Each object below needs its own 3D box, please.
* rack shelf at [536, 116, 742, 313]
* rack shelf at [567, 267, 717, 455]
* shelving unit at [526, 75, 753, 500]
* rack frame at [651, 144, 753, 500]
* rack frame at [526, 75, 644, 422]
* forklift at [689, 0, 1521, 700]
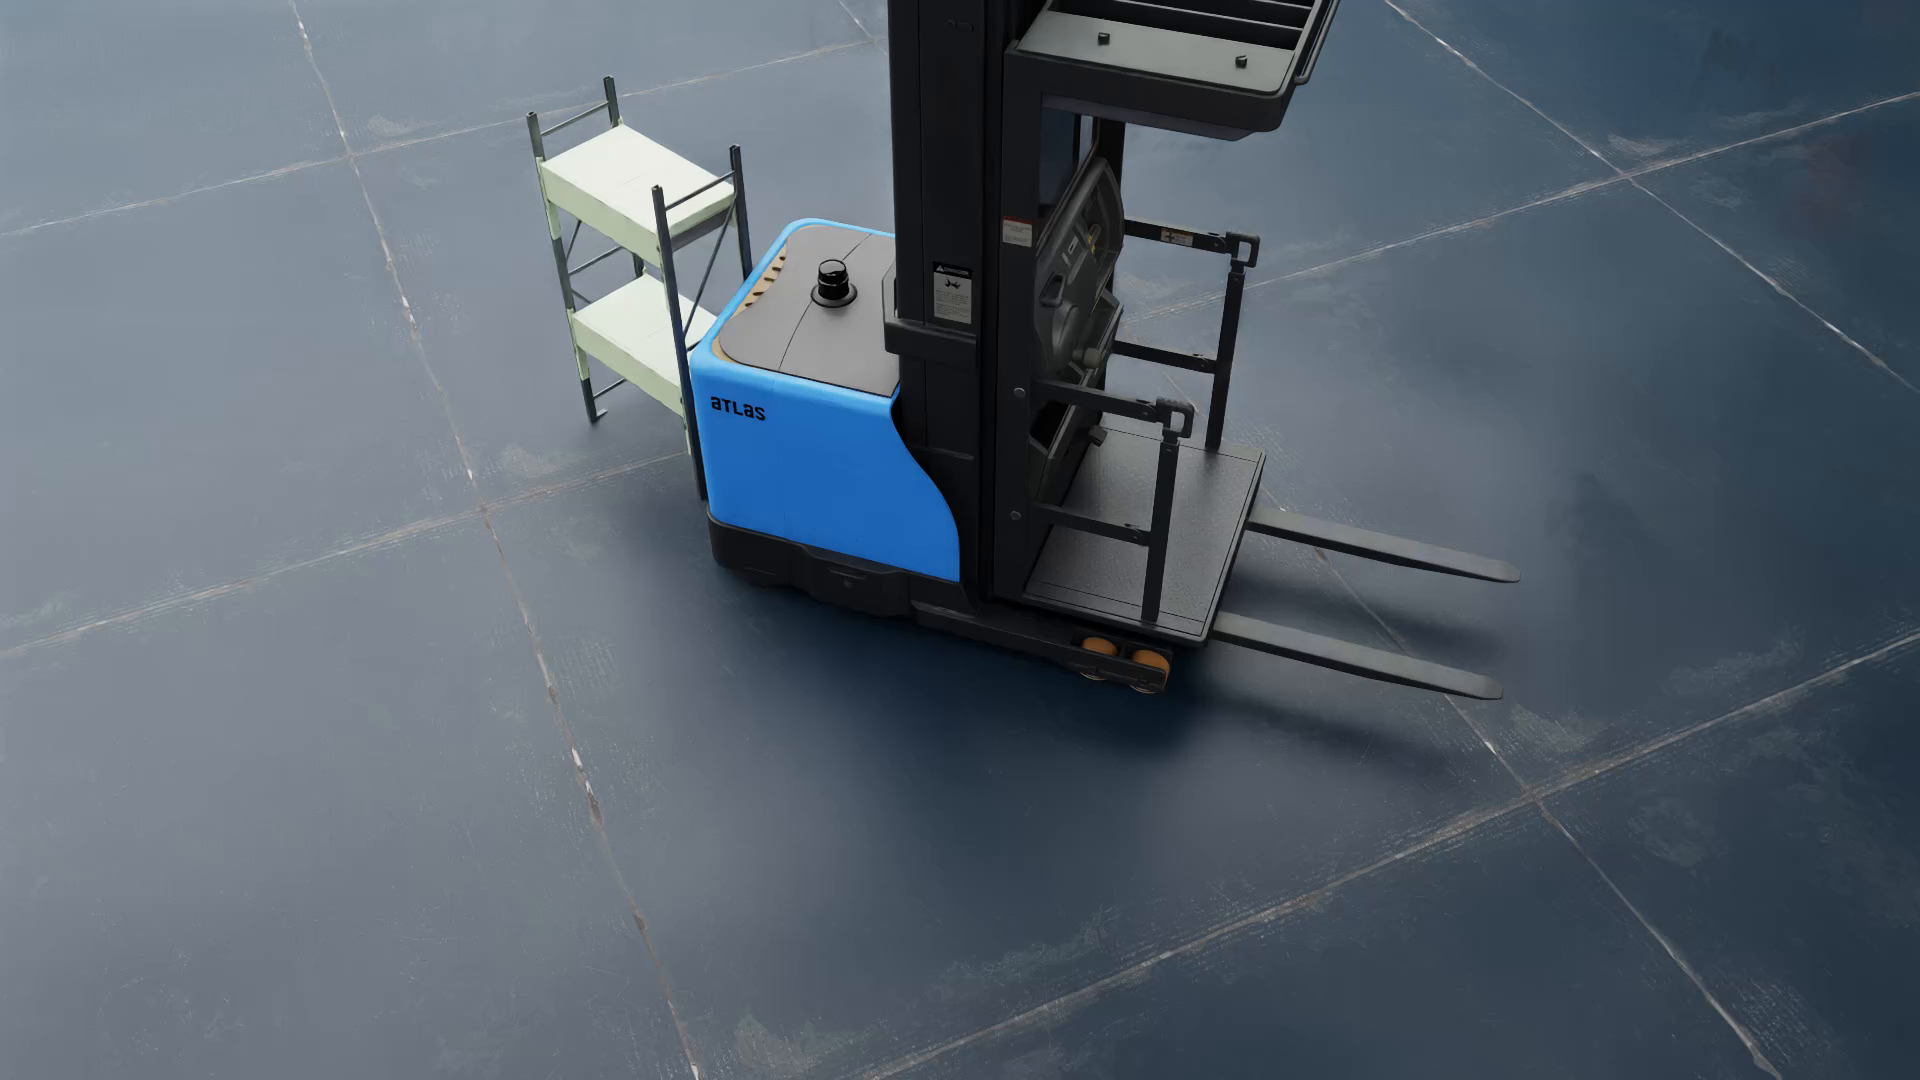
[{"bbox_3d":[-1.217,-1.262,6.406,0.720,0.370,0.431,33,53,29],"label":"rack shelf"},{"bbox_3d":[-1.217,-0.752,6.909,0.720,0.370,0.431,33,53,29],"label":"rack shelf"},{"bbox_3d":[-1.217,-0.984,6.680,0.755,1.500,0.431,33,53,29],"label":"shelving unit"},{"bbox_3d":[-0.949,-0.809,6.502,0.023,1.500,0.400,33,53,29],"label":"rack frame"},{"bbox_3d":[-1.484,-1.159,6.857,0.023,1.500,0.400,33,53,29],"label":"rack frame"},{"bbox_3d":[0.592,-0.897,5.573,3.031,2.935,1.130,14,46,14],"label":"forklift"}]
